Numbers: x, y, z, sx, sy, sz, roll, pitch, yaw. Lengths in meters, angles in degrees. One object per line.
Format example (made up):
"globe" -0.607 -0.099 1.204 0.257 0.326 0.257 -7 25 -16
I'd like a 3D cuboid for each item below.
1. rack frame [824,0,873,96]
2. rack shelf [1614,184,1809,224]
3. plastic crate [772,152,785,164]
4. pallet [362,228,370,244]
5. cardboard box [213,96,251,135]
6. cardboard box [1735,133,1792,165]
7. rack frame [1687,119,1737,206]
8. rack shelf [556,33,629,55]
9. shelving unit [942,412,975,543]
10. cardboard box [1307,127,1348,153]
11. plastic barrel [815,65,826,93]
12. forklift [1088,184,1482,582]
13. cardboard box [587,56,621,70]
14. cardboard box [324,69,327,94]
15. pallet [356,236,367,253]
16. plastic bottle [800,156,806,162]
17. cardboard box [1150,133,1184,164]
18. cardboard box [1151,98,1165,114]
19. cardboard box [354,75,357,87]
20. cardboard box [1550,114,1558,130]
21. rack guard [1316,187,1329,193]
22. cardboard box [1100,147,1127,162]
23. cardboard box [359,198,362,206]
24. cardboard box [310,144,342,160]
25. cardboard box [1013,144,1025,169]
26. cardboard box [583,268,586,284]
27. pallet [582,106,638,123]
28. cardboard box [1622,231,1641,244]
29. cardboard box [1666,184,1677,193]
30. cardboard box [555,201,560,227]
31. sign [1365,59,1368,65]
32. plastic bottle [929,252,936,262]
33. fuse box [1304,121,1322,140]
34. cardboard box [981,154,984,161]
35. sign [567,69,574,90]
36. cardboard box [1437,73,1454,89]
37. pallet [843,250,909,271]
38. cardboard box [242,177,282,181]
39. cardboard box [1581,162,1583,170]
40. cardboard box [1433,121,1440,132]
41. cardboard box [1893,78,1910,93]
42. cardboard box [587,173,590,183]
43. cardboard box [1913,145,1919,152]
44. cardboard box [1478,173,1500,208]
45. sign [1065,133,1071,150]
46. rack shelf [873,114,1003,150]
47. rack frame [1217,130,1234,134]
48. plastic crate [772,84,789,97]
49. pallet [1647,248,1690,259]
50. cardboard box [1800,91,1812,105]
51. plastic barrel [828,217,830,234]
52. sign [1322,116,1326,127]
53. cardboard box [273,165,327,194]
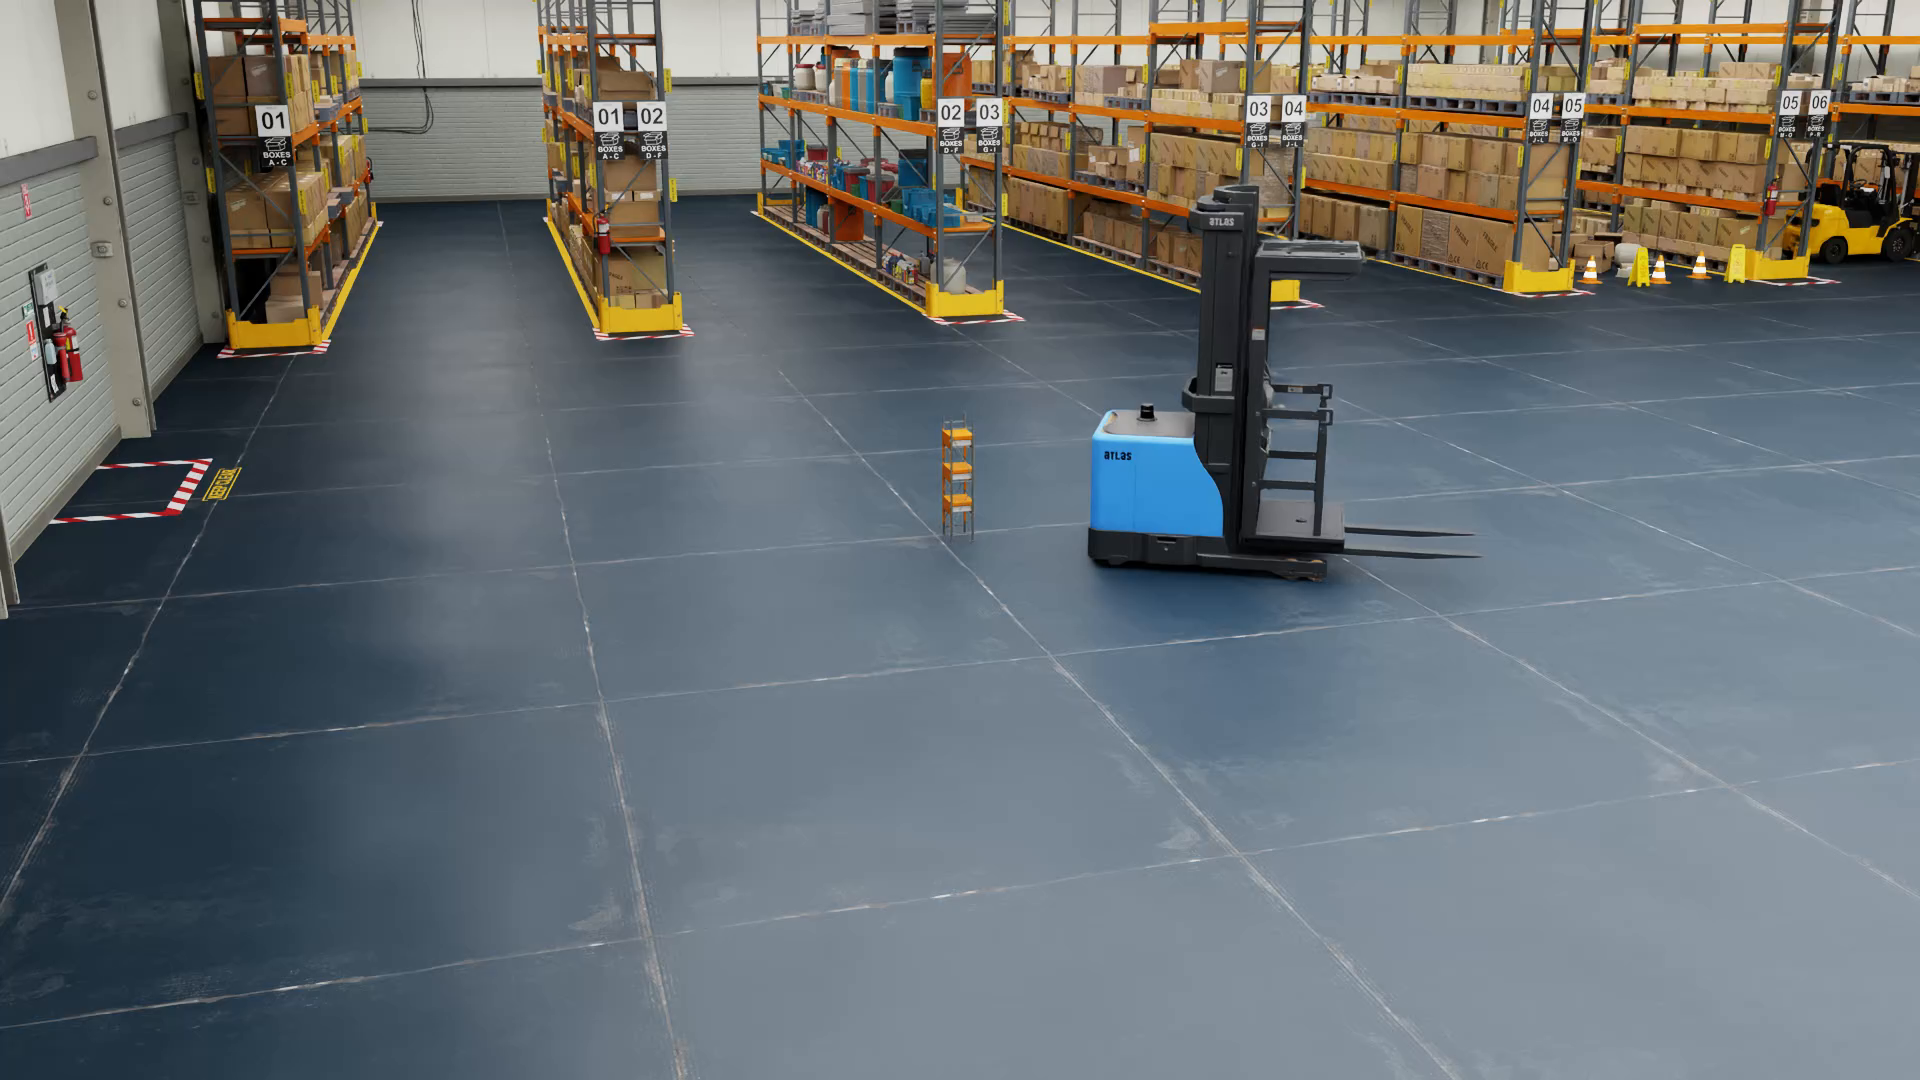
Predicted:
"rack frame" -2.063 -9.973 31.511 1.000 3.000 0.127 -5 17 -15
"rack shelf" 13.876 -6.271 30.864 1.077 0.370 4.000 -5 17 -15
"plastic crate" -4.066 -8.720 37.953 0.416 0.233 0.300 -5 17 -15
"pallet" -12.822 -6.304 34.572 1.003 0.211 1.213 -5 17 -15
"cardboard box" -9.748 -5.693 22.268 0.500 0.500 0.500 -3 17 -11
"cardboard box" 14.076 -6.855 29.131 0.700 0.500 0.500 -5 17 -17
"rack frame" 16.999 -8.668 37.595 1.000 3.000 0.127 -5 17 -15
"rack shelf" -6.277 -8.493 28.530 1.077 0.370 4.000 -5 17 -15
"shelving unit" -0.015 -0.518 13.850 0.215 1.050 0.252 -5 17 -15
"cardboard box" 7.610 -8.257 34.315 0.700 0.500 0.500 -5 17 -16
"plastic barrel" -2.695 -9.281 33.455 0.433 0.535 0.433 0 17 0
"forklift" 2.591 -1.248 13.012 3.031 2.935 1.130 3 17 11
"cardboard box" -5.859 -7.701 27.390 0.500 0.500 0.500 -4 17 -15
"cardboard box" -12.261 -8.574 31.127 0.700 0.500 0.500 -5 17 -15
"pallet" -12.403 -5.880 33.160 1.003 0.211 1.213 -5 17 -15
"plastic bottle" -3.366 -8.048 35.617 0.144 0.351 0.185 -5 17 -15
"cardboard box" 3.678 -6.910 29.312 0.500 0.500 0.500 -5 17 -15
"cardboard box" 3.676 -7.605 29.102 0.500 0.250 0.500 -5 18 -17
"cardboard box" -13.187 -9.818 35.565 0.500 0.250 0.500 -5 18 -17
"cardboard box" 15.079 -10.749 42.963 0.500 0.500 0.500 -4 17 -14
"rack guard" 10.022 -9.297 44.034 1.175 0.500 0.348 -5 17 -15
"cardboard box" 3.136 -7.448 32.628 0.700 0.500 0.500 -2 17 -7
"cardboard box" -12.714 -7.062 34.734 0.380 0.149 0.250 -4 17 -13
"cardboard box" -11.473 -7.029 30.111 0.500 0.250 0.500 -4 17 -14
"cardboard box" 1.486 -8.499 36.857 0.500 0.500 0.500 -5 17 -15
"cardboard box" -5.892 -4.335 27.218 0.500 0.250 0.500 -5 17 -15
"pallet" -5.137 -6.426 25.071 1.003 0.211 1.213 -5 17 -15
"cardboard box" 13.229 -5.868 32.323 0.500 0.250 0.500 -6 18 -18
"cardboard box" 13.447 -6.581 31.083 0.380 0.149 0.250 -5 17 -15
"cardboard box" -8.355 -6.964 35.503 0.500 0.500 0.500 -5 17 -15
"sign" 10.555 -12.349 43.235 0.100 0.325 0.005 -5 17 -15
"plastic bottle" -0.457 -4.727 28.314 0.144 0.351 0.185 -6 18 -18
"fuse box" 10.517 -11.554 49.443 0.539 1.711 0.414 -5 17 -15
"cardboard box" 0.705 -9.034 39.250 0.380 0.149 0.250 -5 17 -17
"sign" -6.247 -7.392 26.687 0.100 0.325 0.005 -5 17 -15
"cardboard box" 8.740 -8.069 29.226 0.500 0.250 0.500 -5 17 -16
"pallet" -1.556 -5.210 30.930 1.003 0.211 1.213 -5 17 -15
"cardboard box" -10.291 -5.079 24.568 0.500 0.500 0.500 -4 17 -14
"cardboard box" 12.686 -7.583 33.688 0.380 0.149 0.250 -5 17 -15
"cardboard box" 11.275 -9.486 38.406 0.500 0.500 0.500 -5 17 -17
"cardboard box" 18.214 -8.749 31.978 0.396 0.266 0.258 -5 17 -17
"cardboard box" -5.840 -5.872 26.984 0.380 0.149 0.250 -5 17 -15
"cardboard box" 18.469 -7.463 31.763 0.380 0.149 0.250 -4 17 -14
"cardboard box" 9.377 -5.964 28.332 0.875 0.550 0.550 -5 17 -15
"sign" 2.166 -8.001 33.362 0.100 0.325 0.005 -5 17 -15
"rack shelf" -0.414 -6.532 26.521 1.077 0.370 4.000 -5 17 -15
"rack frame" 6.397 -8.962 38.573 1.000 3.000 0.127 -5 17 -15
"plastic crate" -3.949 -10.055 37.204 0.437 0.282 0.530 -5 17 -15
"pallet" 13.545 -5.650 32.394 1.003 0.211 1.213 -5 17 -15
"cardboard box" 14.544 -7.729 28.999 0.500 0.250 0.500 -5 17 -16
"plastic barrel" -2.455 -6.392 33.614 0.421 0.512 0.421 0 17 0
"sign" 9.494 -10.898 43.376 0.100 0.325 0.005 -5 17 -15
"cardboard box" -10.954 -5.947 27.597 0.700 0.500 0.500 -2 17 -8
